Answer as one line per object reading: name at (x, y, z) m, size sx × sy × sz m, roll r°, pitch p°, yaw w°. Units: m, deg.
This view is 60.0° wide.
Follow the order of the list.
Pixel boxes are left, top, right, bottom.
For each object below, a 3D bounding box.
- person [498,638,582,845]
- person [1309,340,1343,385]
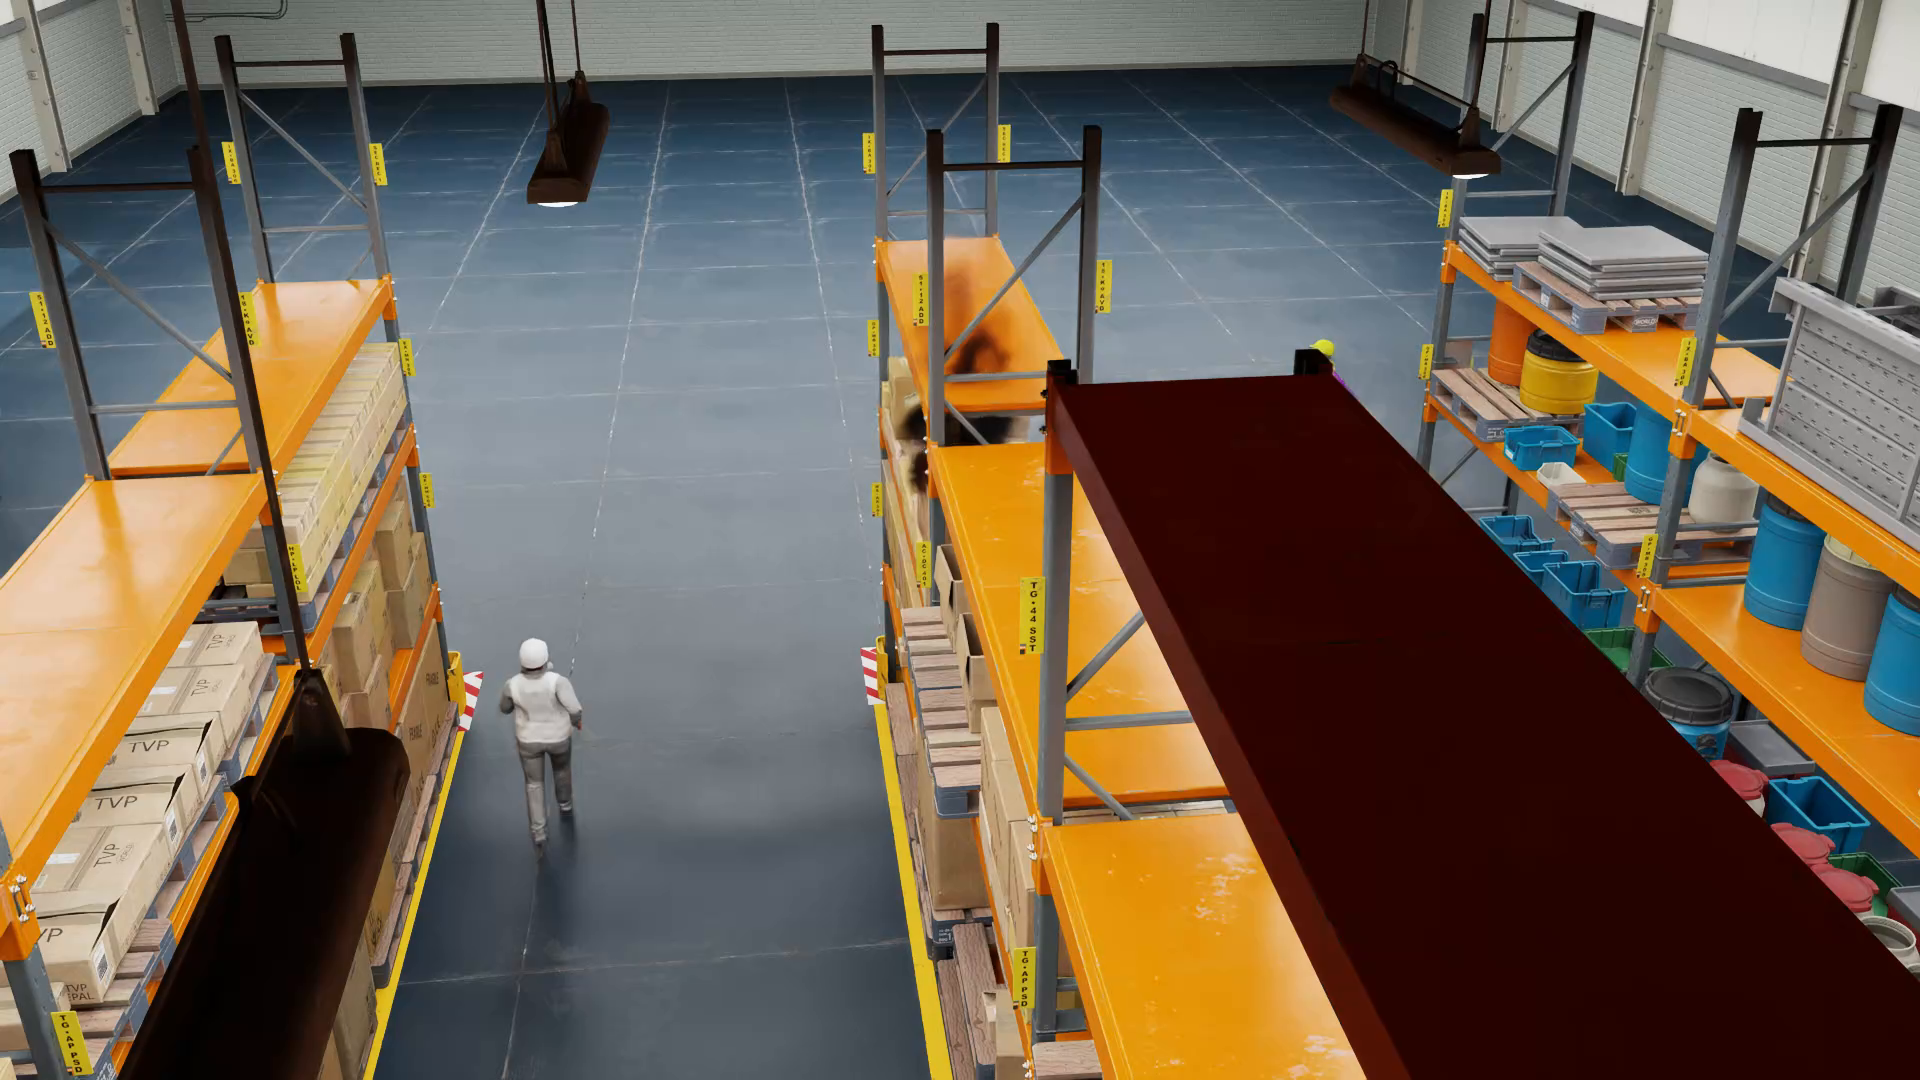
person at (-3.286, 1.546, 13.155) m, size 0.656 × 1.758 × 0.970 m, roll -4°, pitch 26°, yaw -9°
person at (4.219, -1.501, 19.648) m, size 0.733 × 1.805 × 0.678 m, roll 8°, pitch 27°, yaw 17°
